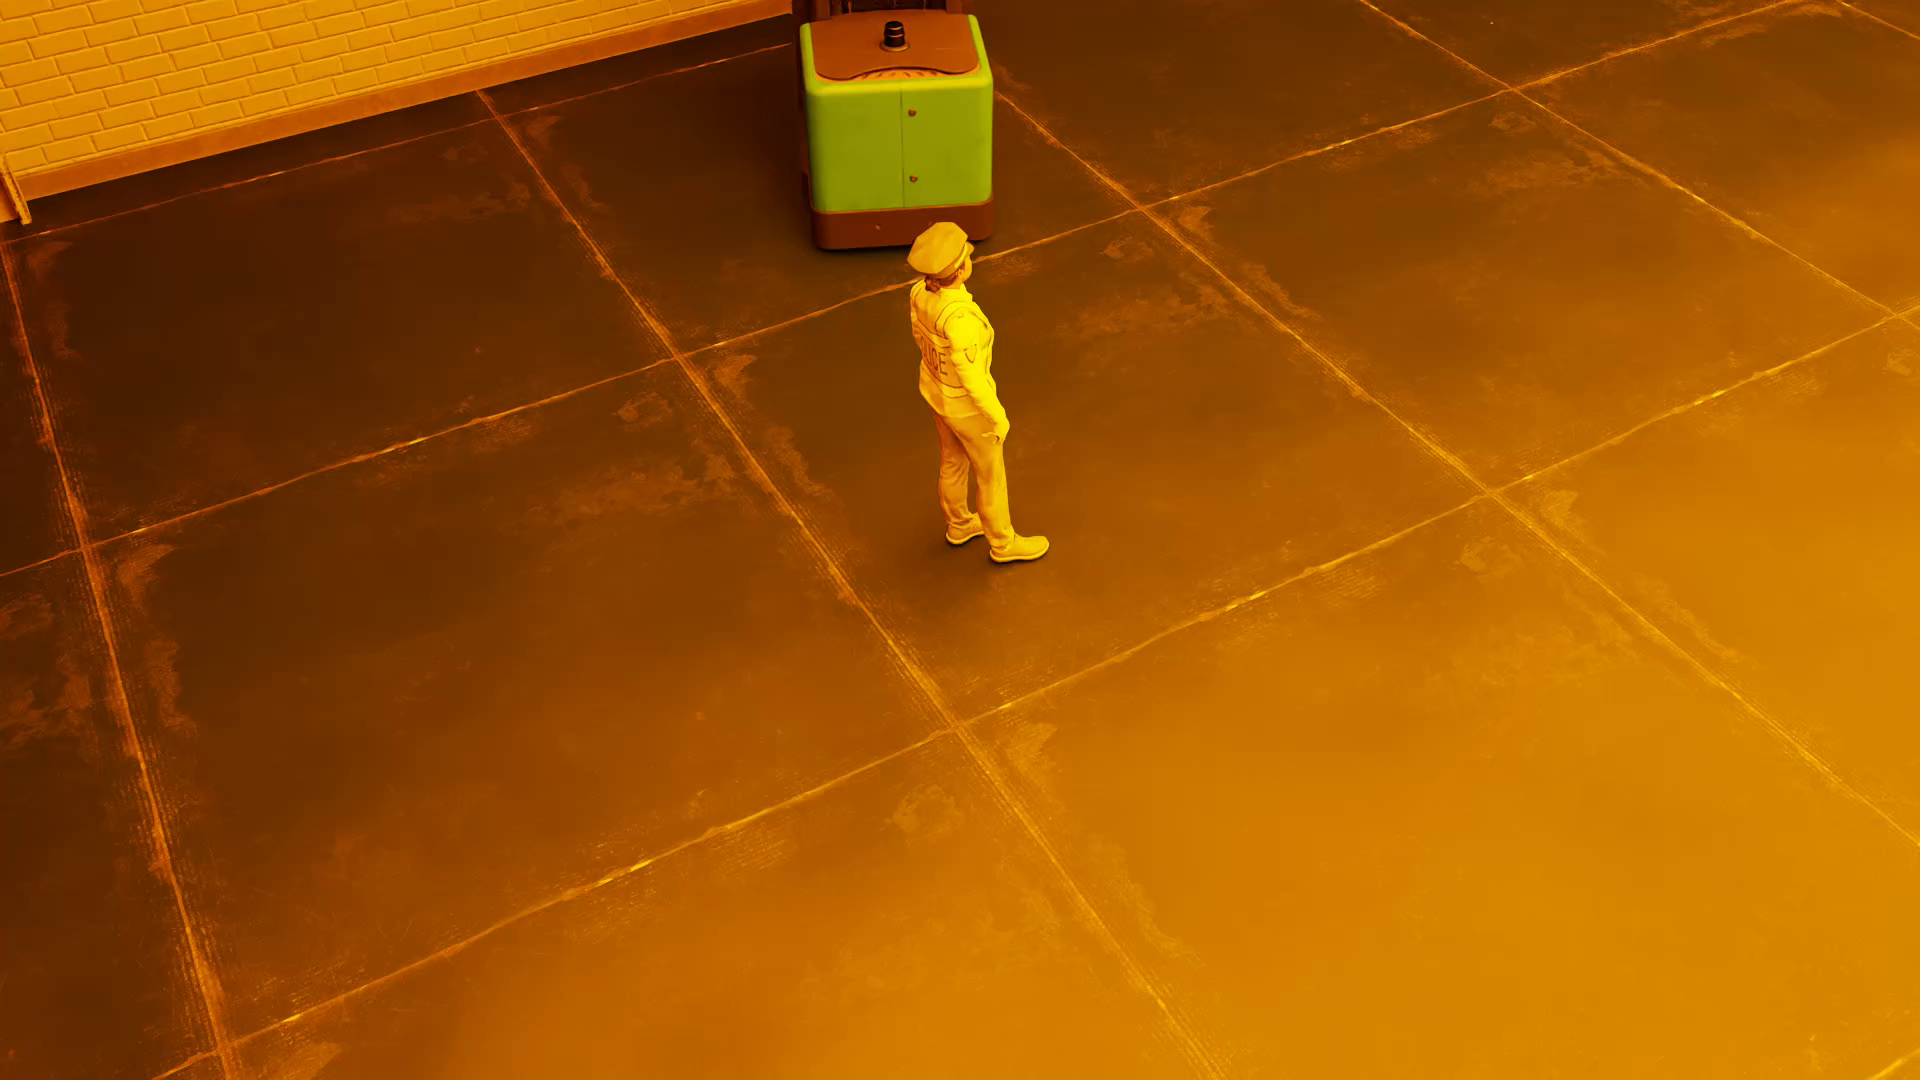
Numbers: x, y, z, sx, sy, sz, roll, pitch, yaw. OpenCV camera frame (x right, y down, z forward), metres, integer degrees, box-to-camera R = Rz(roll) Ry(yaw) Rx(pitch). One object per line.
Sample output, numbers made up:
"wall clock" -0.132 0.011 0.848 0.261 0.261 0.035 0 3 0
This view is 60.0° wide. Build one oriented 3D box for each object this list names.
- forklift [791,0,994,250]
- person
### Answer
"forklift" -0.488 -3.744 9.735 1.130 2.935 3.031 -4 43 -5
"person" 0.061 -0.645 7.292 0.533 1.696 0.588 -21 47 -21
